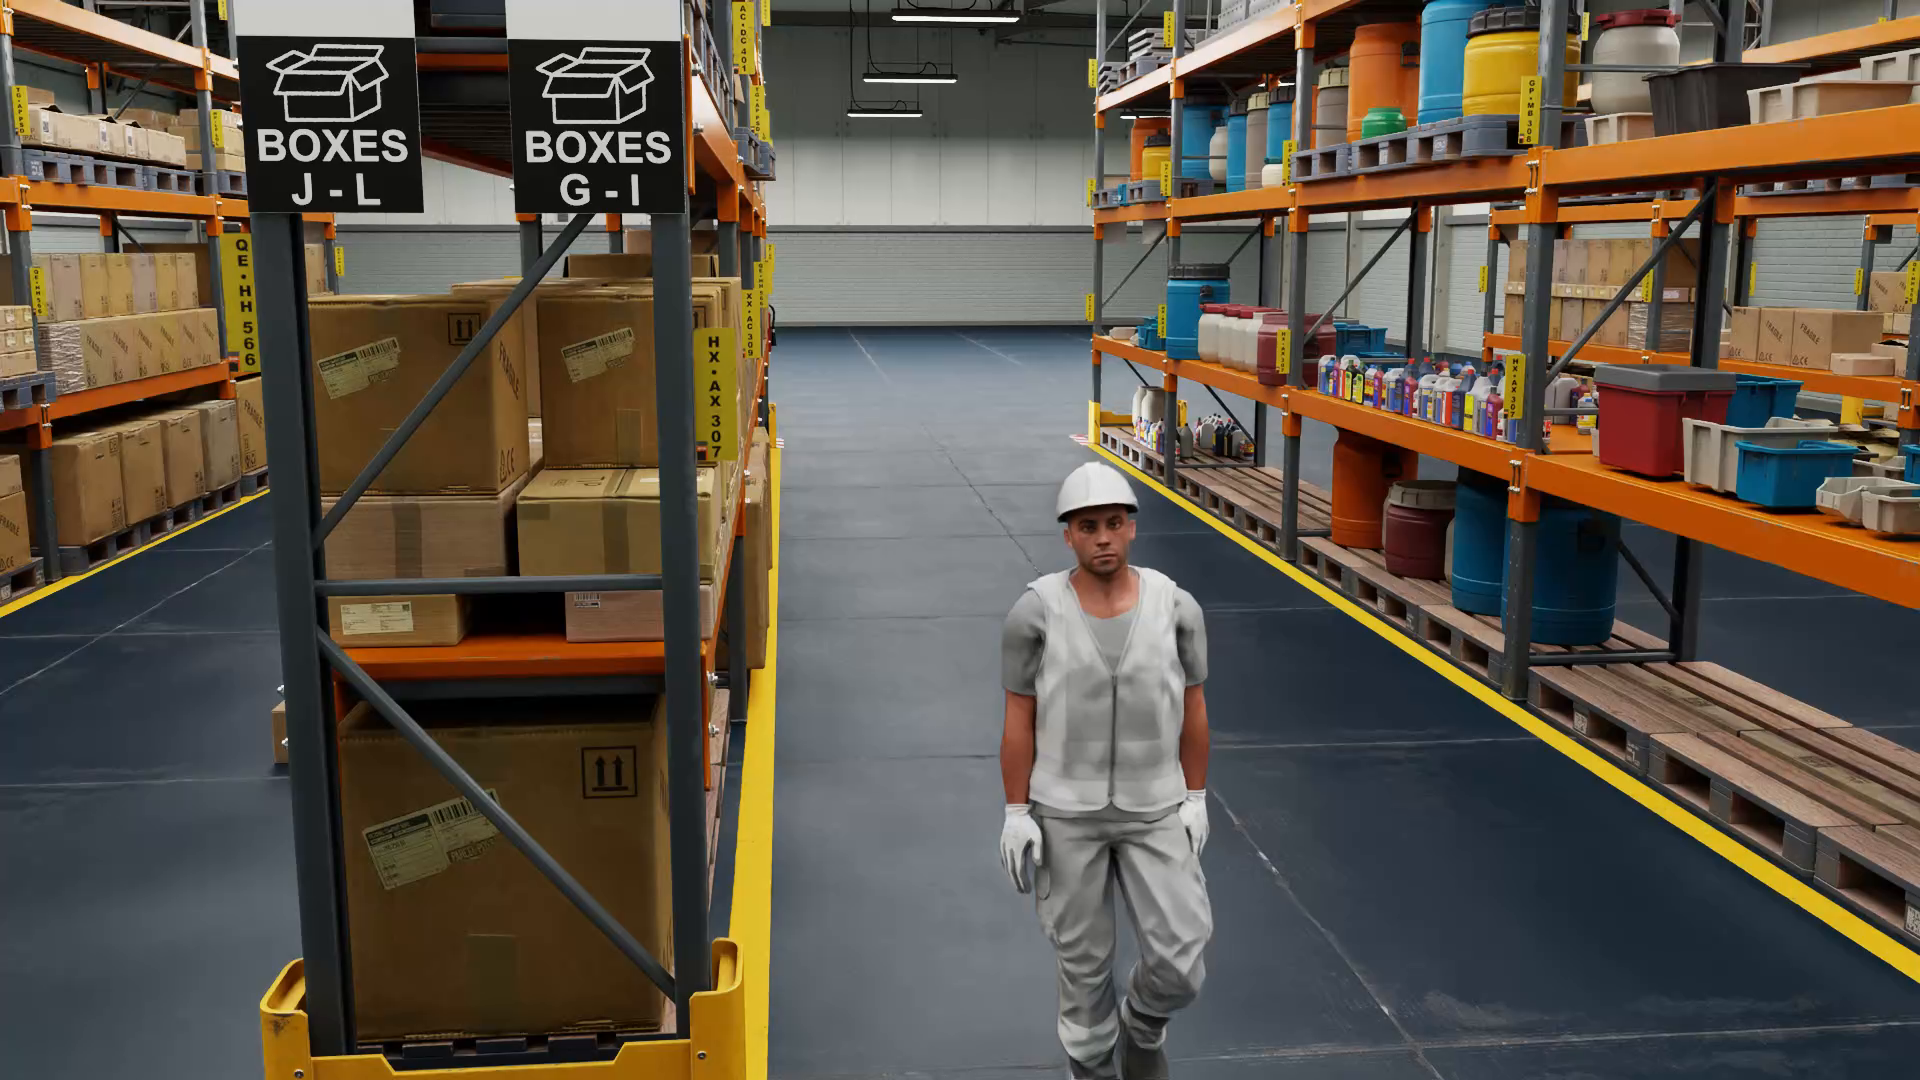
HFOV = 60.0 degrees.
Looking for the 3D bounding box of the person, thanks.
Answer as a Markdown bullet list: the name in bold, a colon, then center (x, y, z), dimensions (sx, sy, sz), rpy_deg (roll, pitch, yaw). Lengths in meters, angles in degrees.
- **person**: center (0.369, 0.690, 4.214), dimensions (0.548, 1.780, 0.503), rpy_deg (0, 10, -2)
